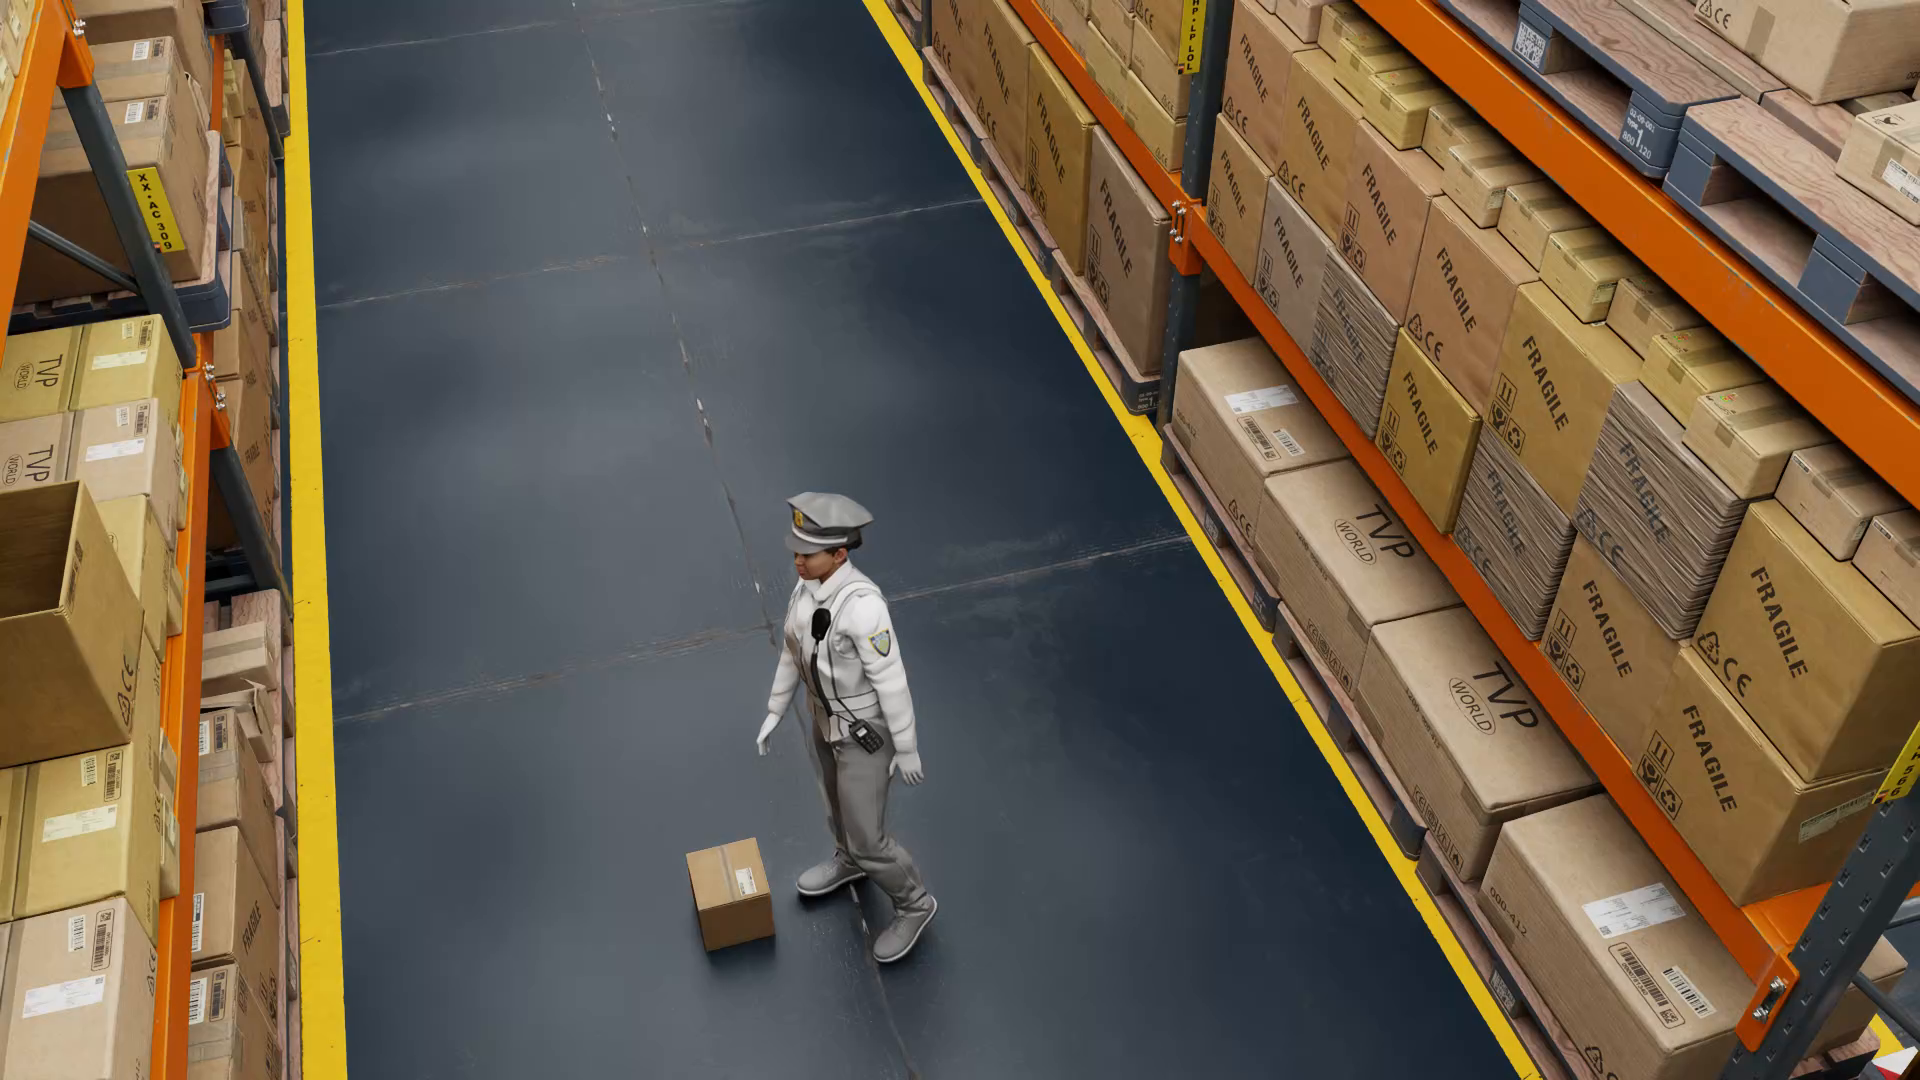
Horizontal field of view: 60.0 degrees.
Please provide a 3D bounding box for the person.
[{"bbox_3d":[-0.393,0.653,5.407,0.485,1.686,0.717,-15,45,-16],"label":"person"}]
